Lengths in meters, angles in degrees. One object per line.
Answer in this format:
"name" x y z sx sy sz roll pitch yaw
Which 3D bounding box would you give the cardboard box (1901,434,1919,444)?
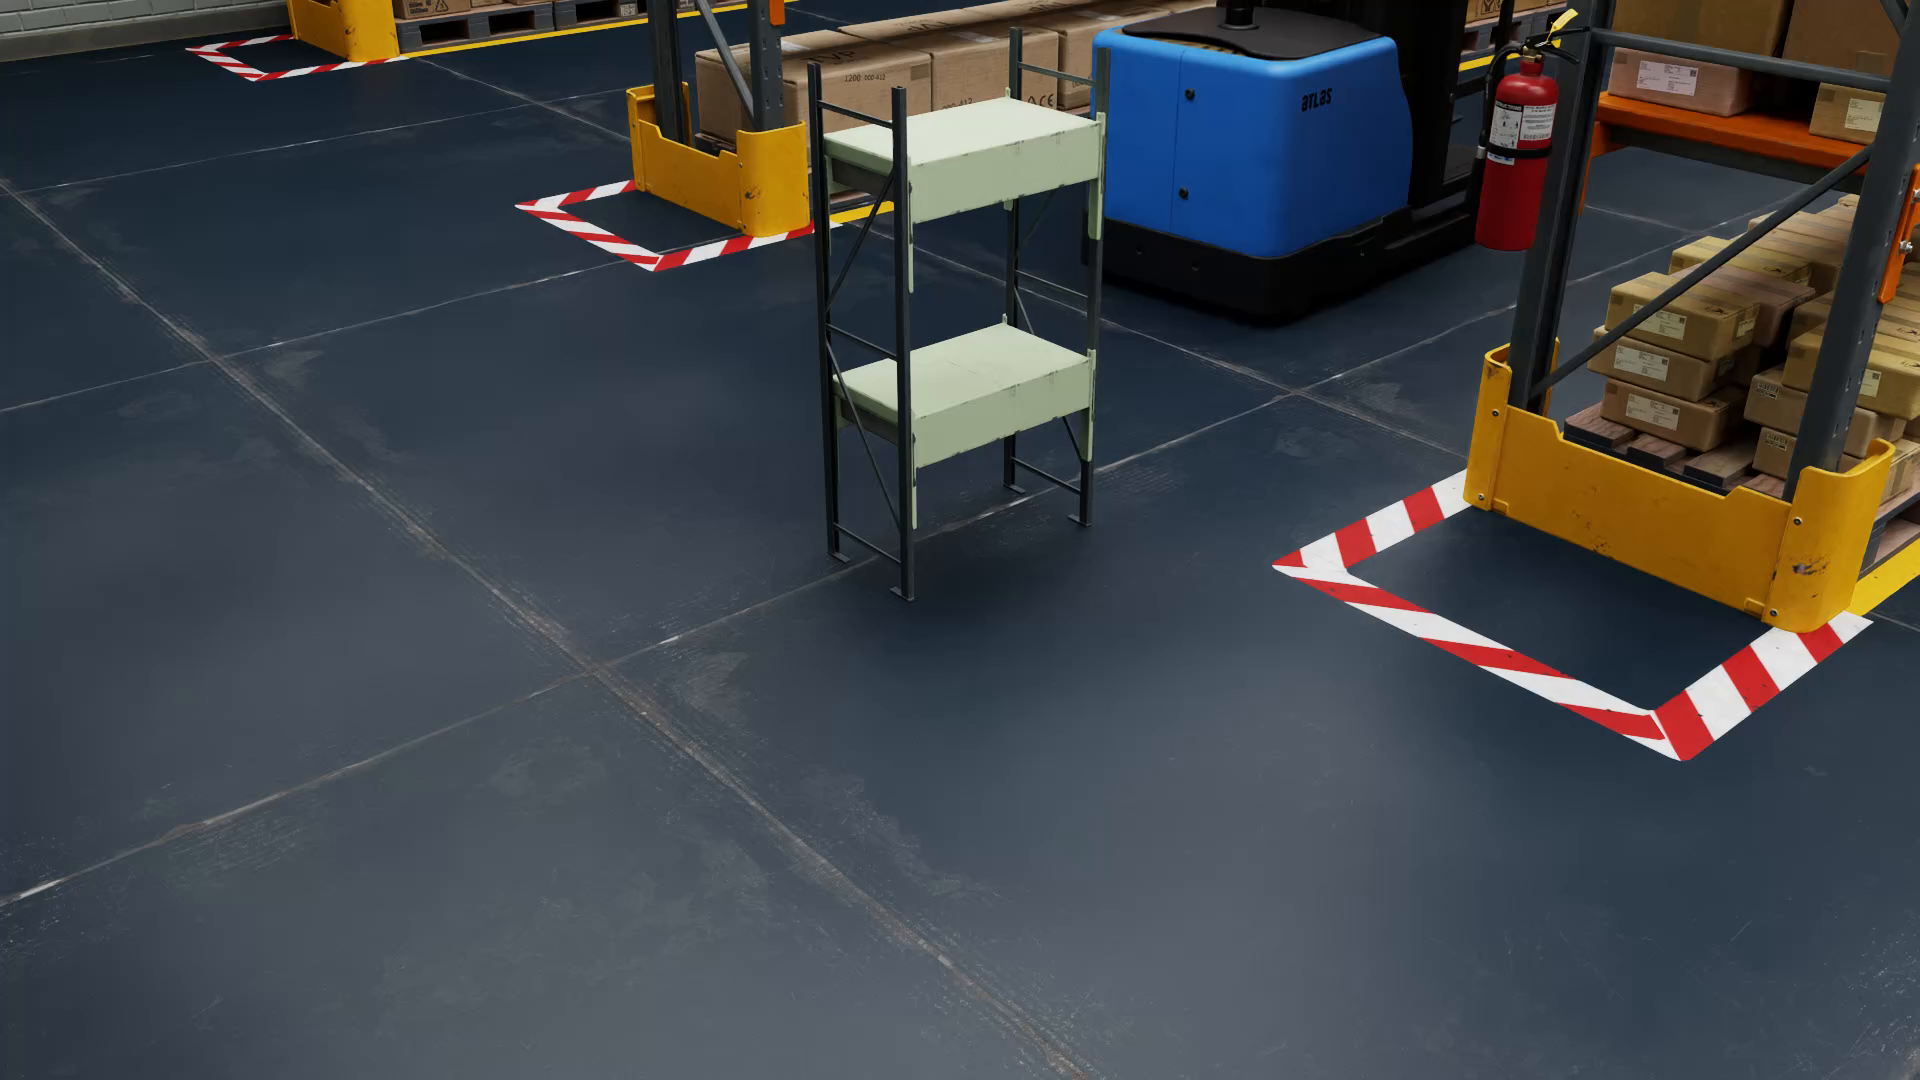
"cardboard box" 2.844 -0.364 5.329 0.250 0.149 0.380 -22 35 -35

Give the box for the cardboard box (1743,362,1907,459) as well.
"cardboard box" 2.657 -0.409 5.096 0.250 0.149 0.380 -20 34 -33

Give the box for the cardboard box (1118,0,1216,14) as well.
"cardboard box" 1.297 -3.151 10.236 0.875 0.438 0.875 -22 35 -36

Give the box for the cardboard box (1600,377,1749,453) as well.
"cardboard box" 2.357 -0.445 5.480 0.250 0.149 0.380 -21 35 -34

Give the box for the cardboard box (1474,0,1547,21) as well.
"cardboard box" 3.627 -4.268 11.863 0.875 0.875 0.875 -21 35 -34

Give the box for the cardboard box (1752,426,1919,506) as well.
"cardboard box" 2.698 -0.255 5.124 0.250 0.149 0.380 -21 35 -34

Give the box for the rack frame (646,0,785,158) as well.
"rack frame" -1.198 -3.026 7.729 0.127 3.000 1.000 -22 35 -35

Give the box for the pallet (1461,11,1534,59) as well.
"pallet" 3.311 -3.658 11.870 1.213 0.211 1.003 -22 35 -35

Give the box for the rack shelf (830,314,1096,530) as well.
"rack shelf" 0.005 -0.376 5.054 0.720 0.370 0.431 -22 35 -35

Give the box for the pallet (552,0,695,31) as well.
"pallet" -2.831 -4.213 12.910 1.213 0.211 1.003 -22 35 -35

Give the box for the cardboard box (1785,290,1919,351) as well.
"cardboard box" 2.842 -0.638 5.209 0.250 0.149 0.380 -21 35 -34

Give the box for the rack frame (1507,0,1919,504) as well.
"rack frame" 2.091 -1.282 4.466 0.127 3.000 1.000 -22 35 -35

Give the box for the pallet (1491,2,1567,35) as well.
"pallet" 4.239 -4.029 12.565 1.213 0.211 1.003 -22 35 -35

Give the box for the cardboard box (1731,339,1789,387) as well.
"cardboard box" 2.542 -0.665 5.576 0.250 0.149 0.380 -23 36 -36

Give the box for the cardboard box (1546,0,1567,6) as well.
"cardboard box" 4.308 -4.540 12.371 0.875 0.875 0.875 -22 35 -35

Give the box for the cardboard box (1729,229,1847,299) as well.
"cardboard box" 2.911 -0.962 5.816 0.250 0.149 0.380 -24 36 -37

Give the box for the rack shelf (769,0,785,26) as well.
"rack shelf" 0.323 -3.320 9.044 4.000 0.370 1.077 -22 35 -35

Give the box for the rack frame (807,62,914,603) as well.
"rack frame" -0.273 -0.552 4.691 0.023 1.500 0.400 -22 35 -35

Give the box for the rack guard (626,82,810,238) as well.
"rack guard" -1.217 -1.916 8.305 0.348 0.500 1.175 -22 35 -35

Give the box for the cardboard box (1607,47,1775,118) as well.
"cardboard box" 2.156 -1.372 4.901 0.250 0.149 0.380 -22 35 -35

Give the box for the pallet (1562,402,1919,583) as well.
"pallet" 2.790 -0.311 5.608 1.213 0.211 1.003 -22 35 -35

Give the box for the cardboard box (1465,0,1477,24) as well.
"cardboard box" 2.947 -3.995 11.352 0.875 0.875 0.875 -21 34 -34

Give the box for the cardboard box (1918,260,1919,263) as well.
"cardboard box" 3.469 -0.856 5.617 0.250 0.149 0.380 -20 34 -33

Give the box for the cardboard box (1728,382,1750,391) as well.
"cardboard box" 2.486 -0.560 5.695 0.250 0.149 0.380 -21 34 -33

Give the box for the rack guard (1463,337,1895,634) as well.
"rack guard" 2.149 -0.202 5.098 0.348 0.500 1.175 -22 35 -35

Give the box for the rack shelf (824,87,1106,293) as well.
"rack shelf" 0.005 -1.008 4.716 0.720 0.370 0.431 -22 35 -35

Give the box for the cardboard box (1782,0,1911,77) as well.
"cardboard box" 2.612 -1.495 4.444 0.500 0.500 0.500 -20 34 -33

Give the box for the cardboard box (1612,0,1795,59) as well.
"cardboard box" 2.266 -1.687 4.802 0.500 0.500 0.500 -21 35 -34

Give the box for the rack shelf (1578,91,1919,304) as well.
"rack shelf" 3.613 -1.576 5.780 4.000 0.370 1.077 -22 35 -35

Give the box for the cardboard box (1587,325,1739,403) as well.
"cardboard box" 2.308 -0.605 5.462 0.250 0.149 0.380 -23 36 -36

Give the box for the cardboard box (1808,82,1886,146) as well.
"cardboard box" 2.551 -1.152 4.491 0.250 0.149 0.380 -22 35 -35

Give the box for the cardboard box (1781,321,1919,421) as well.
"cardboard box" 2.711 -0.510 4.970 0.250 0.149 0.380 -24 36 -37

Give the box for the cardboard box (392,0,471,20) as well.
"cardboard box" -3.896 -4.042 11.833 0.637 0.503 0.797 -24 36 -37

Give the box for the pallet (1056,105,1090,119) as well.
"pallet" 0.287 -2.440 9.591 1.213 0.211 1.003 -22 35 -35

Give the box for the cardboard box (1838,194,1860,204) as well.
"cardboard box" 3.532 -1.196 6.253 0.250 0.149 0.380 -22 35 -35

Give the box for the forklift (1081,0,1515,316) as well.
"forklift" 1.922 -2.820 7.416 1.130 2.935 3.031 24 36 38

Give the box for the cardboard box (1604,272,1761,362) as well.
"cardboard box" 2.330 -0.725 5.372 0.250 0.149 0.380 -21 35 -34

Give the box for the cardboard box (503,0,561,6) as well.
"cardboard box" -3.220 -4.288 12.297 0.500 0.500 0.700 -20 34 -33

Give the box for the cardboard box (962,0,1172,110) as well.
"cardboard box" 0.617 -2.877 9.724 0.875 0.438 0.875 -23 36 -36

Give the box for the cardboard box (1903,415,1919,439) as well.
"cardboard box" 2.902 -0.472 5.215 0.250 0.149 0.380 -22 35 -35

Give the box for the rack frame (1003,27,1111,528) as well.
"rack frame" 0.284 -0.775 5.110 0.023 1.500 0.400 -22 35 -35

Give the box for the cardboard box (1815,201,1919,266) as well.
"cardboard box" 3.352 -1.105 6.084 0.250 0.149 0.380 -23 36 -36

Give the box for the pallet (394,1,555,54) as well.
"pallet" -3.759 -3.842 12.215 1.213 0.211 1.003 -22 35 -35

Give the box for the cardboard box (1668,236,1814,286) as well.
"cardboard box" 2.673 -0.906 5.710 0.250 0.149 0.380 -23 36 -36

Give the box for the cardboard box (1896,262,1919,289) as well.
"cardboard box" 3.252 -0.775 5.465 0.250 0.149 0.380 -24 36 -37

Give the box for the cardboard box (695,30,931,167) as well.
"cardboard box" -0.761 -2.319 8.679 0.875 0.438 0.875 -23 36 -37

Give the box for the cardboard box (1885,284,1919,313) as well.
"cardboard box" 3.117 -0.669 5.267 0.250 0.149 0.380 -22 35 -35

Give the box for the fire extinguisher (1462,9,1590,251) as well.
"fire extinguisher" 1.600 -1.172 4.737 0.183 0.674 0.296 -22 35 -35

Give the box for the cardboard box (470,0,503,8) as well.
"cardboard box" -3.547 -4.001 12.134 0.250 0.149 0.380 -24 36 -37

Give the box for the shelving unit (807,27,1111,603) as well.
"shelving unit" 0.005 -0.664 4.900 0.755 1.500 0.431 -22 35 -35

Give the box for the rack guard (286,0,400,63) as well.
"rack guard" -4.365 -3.725 11.690 0.348 0.500 1.175 -22 35 -35

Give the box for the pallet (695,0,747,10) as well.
"pallet" -1.903 -4.588 13.612 1.213 0.211 1.003 -22 35 -35

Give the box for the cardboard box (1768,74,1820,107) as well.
"cardboard box" 2.370 -1.435 5.018 0.250 0.149 0.380 -22 35 -35

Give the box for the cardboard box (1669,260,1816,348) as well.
"cardboard box" 2.558 -0.781 5.477 0.250 0.149 0.380 -21 35 -34

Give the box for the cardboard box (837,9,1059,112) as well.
"cardboard box" -0.070 -2.602 9.208 0.875 0.438 0.875 -21 34 -34

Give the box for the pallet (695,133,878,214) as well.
"pallet" -0.641 -2.068 8.897 1.213 0.211 1.003 -22 35 -35

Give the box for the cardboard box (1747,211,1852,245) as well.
"cardboard box" 3.079 -1.064 6.007 0.250 0.149 0.380 -20 34 -33
